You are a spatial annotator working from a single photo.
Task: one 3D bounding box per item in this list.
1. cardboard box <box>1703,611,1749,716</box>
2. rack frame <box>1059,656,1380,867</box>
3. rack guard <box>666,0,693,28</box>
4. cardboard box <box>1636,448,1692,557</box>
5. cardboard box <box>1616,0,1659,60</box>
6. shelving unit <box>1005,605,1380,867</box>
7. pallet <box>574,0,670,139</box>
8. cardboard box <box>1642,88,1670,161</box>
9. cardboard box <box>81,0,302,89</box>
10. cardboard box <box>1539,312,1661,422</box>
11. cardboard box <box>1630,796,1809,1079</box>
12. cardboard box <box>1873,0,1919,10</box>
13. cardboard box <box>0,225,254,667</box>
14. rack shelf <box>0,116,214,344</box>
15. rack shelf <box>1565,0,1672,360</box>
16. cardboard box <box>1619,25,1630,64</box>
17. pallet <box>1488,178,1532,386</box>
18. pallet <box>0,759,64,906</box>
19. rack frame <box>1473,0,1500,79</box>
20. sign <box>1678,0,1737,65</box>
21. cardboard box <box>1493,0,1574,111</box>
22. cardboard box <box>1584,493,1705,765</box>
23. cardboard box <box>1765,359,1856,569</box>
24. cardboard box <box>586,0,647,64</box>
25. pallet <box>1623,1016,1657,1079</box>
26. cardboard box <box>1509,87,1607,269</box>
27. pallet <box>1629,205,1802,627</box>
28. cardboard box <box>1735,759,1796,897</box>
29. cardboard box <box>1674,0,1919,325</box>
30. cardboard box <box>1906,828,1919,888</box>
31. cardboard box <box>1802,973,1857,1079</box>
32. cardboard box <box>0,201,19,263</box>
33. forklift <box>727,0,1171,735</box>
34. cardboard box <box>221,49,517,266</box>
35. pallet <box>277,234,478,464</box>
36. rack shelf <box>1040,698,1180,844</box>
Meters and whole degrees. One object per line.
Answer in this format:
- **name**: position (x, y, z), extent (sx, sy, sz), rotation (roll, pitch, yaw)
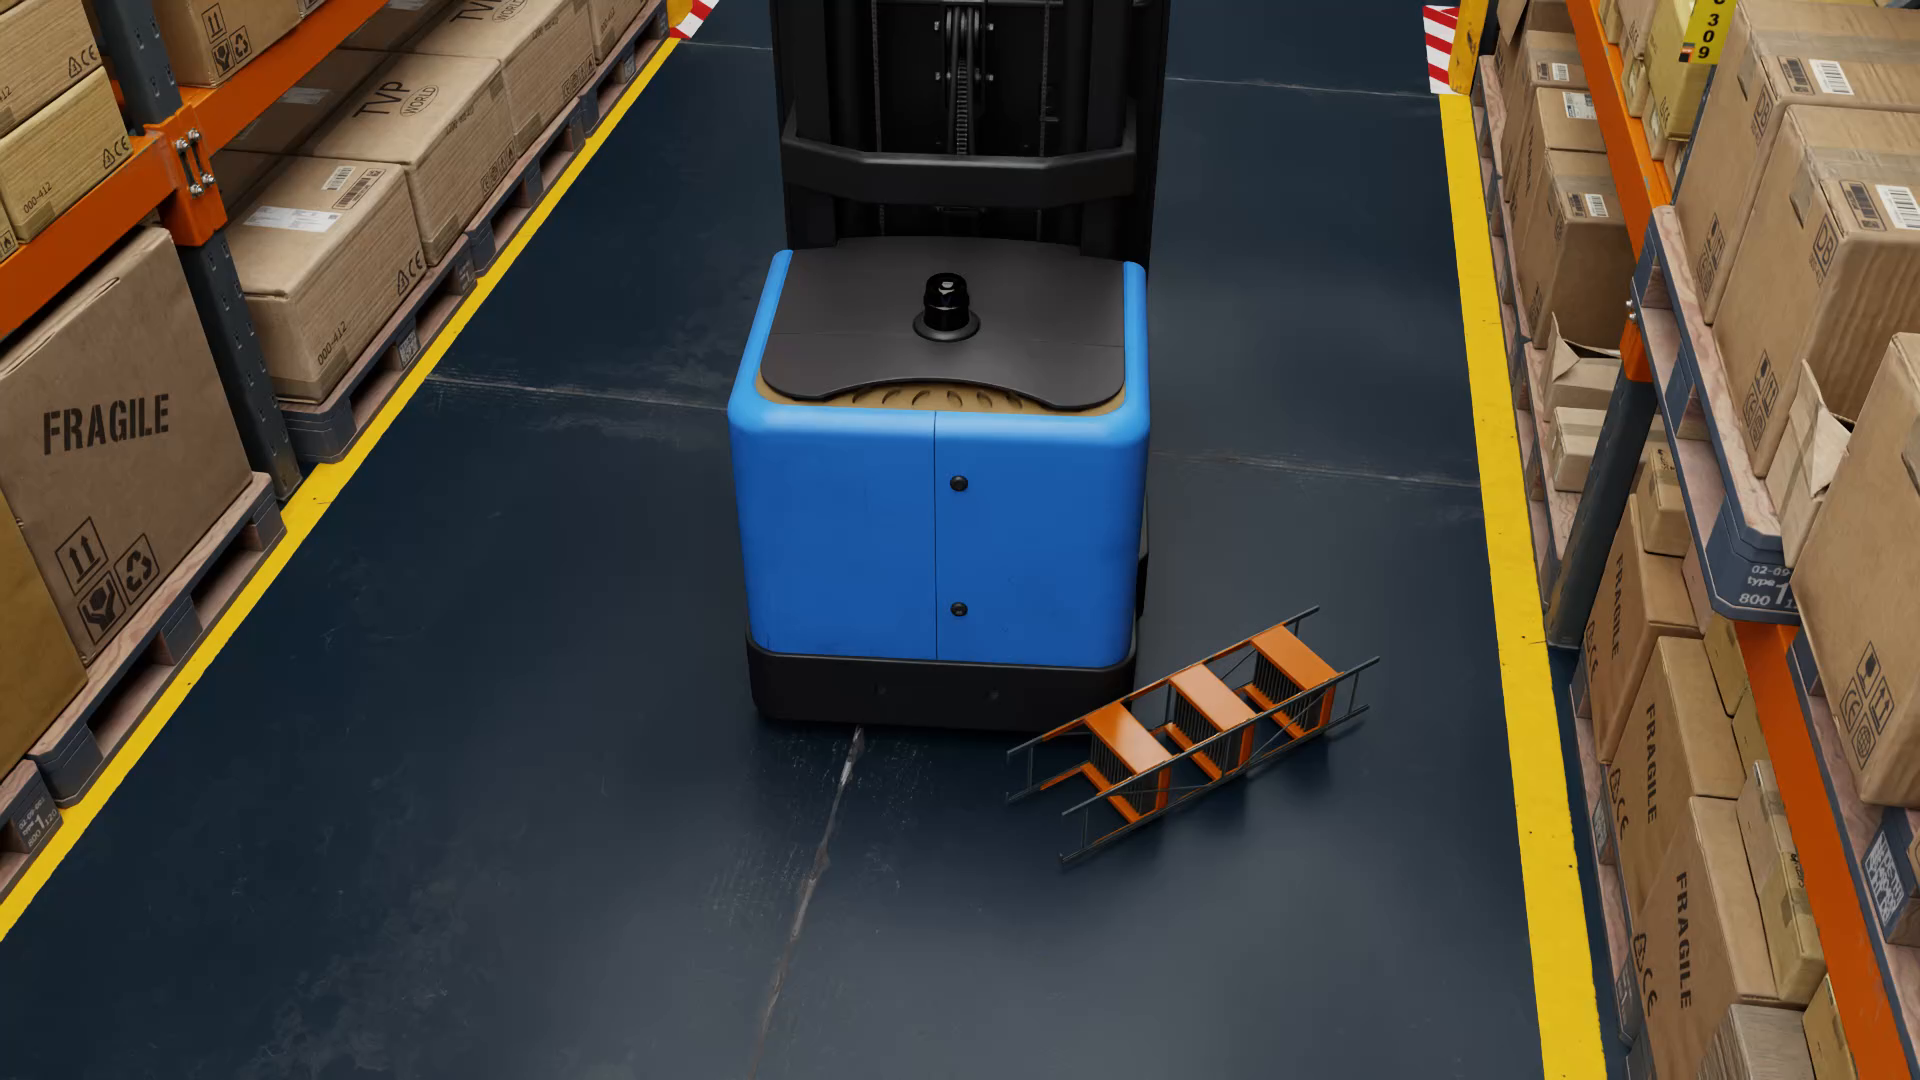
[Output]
- **cardboard box**: position (1.893, 0.269, 3.693), extent (0.380, 0.149, 0.250), rotation (4, 40, 5)
- **rack frame**: position (0.696, 0.572, 4.366), extent (1.050, 0.200, 0.008), rotation (-22, 44, -24)
- **rack guard**: position (-1.972, -2.930, 8.401), extent (1.175, 0.500, 0.348), rotation (6, 40, 8)
- **cardboard box**: position (1.897, -0.076, 4.110), extent (0.380, 0.149, 0.250), rotation (8, 40, 10)
- **cardboard box**: position (2.142, -1.542, 4.646), extent (0.500, 0.250, 0.500), rotation (7, 40, 8)
- **shelving unit**: position (0.630, 0.506, 4.445), extent (1.050, 0.215, 0.252), rotation (-22, 44, -24)
- **pallet**: position (-2.037, -2.293, 7.858), extent (1.003, 0.211, 1.213), rotation (6, 40, 8)
- **cardboard box**: position (2.052, -1.120, 4.447), extent (0.380, 0.149, 0.250), rotation (7, 40, 9)
- **cardboard box**: position (-2.329, -1.672, 4.840), extent (0.500, 0.500, 0.500), rotation (8, 40, 9)
- **cardboard box**: position (2.090, -0.537, 5.362), extent (0.396, 0.266, 0.258), rotation (8, 40, 9)
- **cardboard box**: position (1.743, 0.905, 3.433), extent (0.500, 0.500, 0.500), rotation (5, 40, 6)
- **cardboard box**: position (2.573, -1.161, 4.184), extent (0.500, 0.250, 0.500), rotation (6, 40, 7)
- **cardboard box**: position (-2.696, -0.313, 4.612), extent (0.875, 0.875, 0.875), rotation (8, 40, 9)
- **rack shelf**: position (-3.014, 0.165, 3.261), extent (1.077, 0.370, 4.000), rotation (6, 40, 8)
- **rack shelf**: position (2.568, -1.801, 5.639), extent (1.077, 0.370, 4.000), rotation (6, 40, 8)
- **cardboard box**: position (2.145, -1.447, 4.844), extent (0.380, 0.149, 0.250), rotation (7, 40, 9)
- **pallet**: position (2.550, -0.947, 6.230), extent (1.003, 0.211, 1.213), rotation (6, 40, 8)
- **pallet**: position (-2.936, 0.967, 3.914), extent (1.003, 0.211, 1.213), rotation (6, 40, 8)
- **rack frame**: position (2.914, -3.333, 6.927), extent (1.000, 3.000, 0.127), rotation (6, 40, 8)
- **sign**: position (1.686, -1.212, 3.682), extent (0.100, 0.325, 0.005), rotation (6, 40, 8)
- **cardboard box**: position (2.715, -2.160, 7.137), extent (0.797, 0.503, 0.637), rotation (5, 40, 6)
- **cardboard box**: position (1.916, 0.257, 4.217), extent (0.500, 0.500, 0.500), rotation (8, 40, 10)
- **cardboard box**: position (1.603, -0.103, 2.797), extent (0.396, 0.266, 0.258), rotation (8, 40, 10)
- **cardboard box**: position (-1.991, -2.627, 7.755), extent (0.875, 0.438, 0.875), rotation (5, 40, 6)
- **pallet**: position (1.909, 1.534, 3.229), extent (1.003, 0.211, 1.213), rotation (6, 40, 8)
- **cardboard box**: position (2.338, -1.305, 6.107), extent (0.500, 0.500, 0.500), rotation (7, 40, 8)
- **pallet**: position (1.976, -0.259, 3.360), extent (1.003, 0.211, 1.213), rotation (6, 40, 8)
- **cardboard box**: position (1.778, 0.595, 3.299), extent (0.380, 0.149, 0.250), rotation (6, 40, 8)
- **cardboard box**: position (1.918, -0.744, 3.388), extent (0.700, 0.500, 0.500), rotation (7, 40, 9)
- **cardboard box**: position (1.630, 0.441, 1.952), extent (0.797, 0.503, 0.637), rotation (6, 40, 7)
- **cardboard box**: position (1.715, 0.923, 2.902), extent (0.380, 0.149, 0.250), rotation (7, 40, 8)
- **cardboard box**: position (-2.586, -0.681, 3.838), extent (0.500, 0.250, 0.500), rotation (6, 40, 7)
- **forklift**: position (0.043, -1.527, 4.797), extent (1.130, 2.935, 3.031), rotation (3, 40, 3)
- **cardboard box**: position (-2.299, -1.486, 6.375), extent (0.875, 0.438, 0.875), rotation (5, 40, 6)
- **pallet**: position (-2.459, -0.762, 6.006), extent (1.003, 0.211, 1.213), rotation (6, 40, 8)
- **rack shelf**: position (0.387, 0.604, 4.327), extent (0.259, 0.215, 0.240), rotation (-22, 44, -24)
